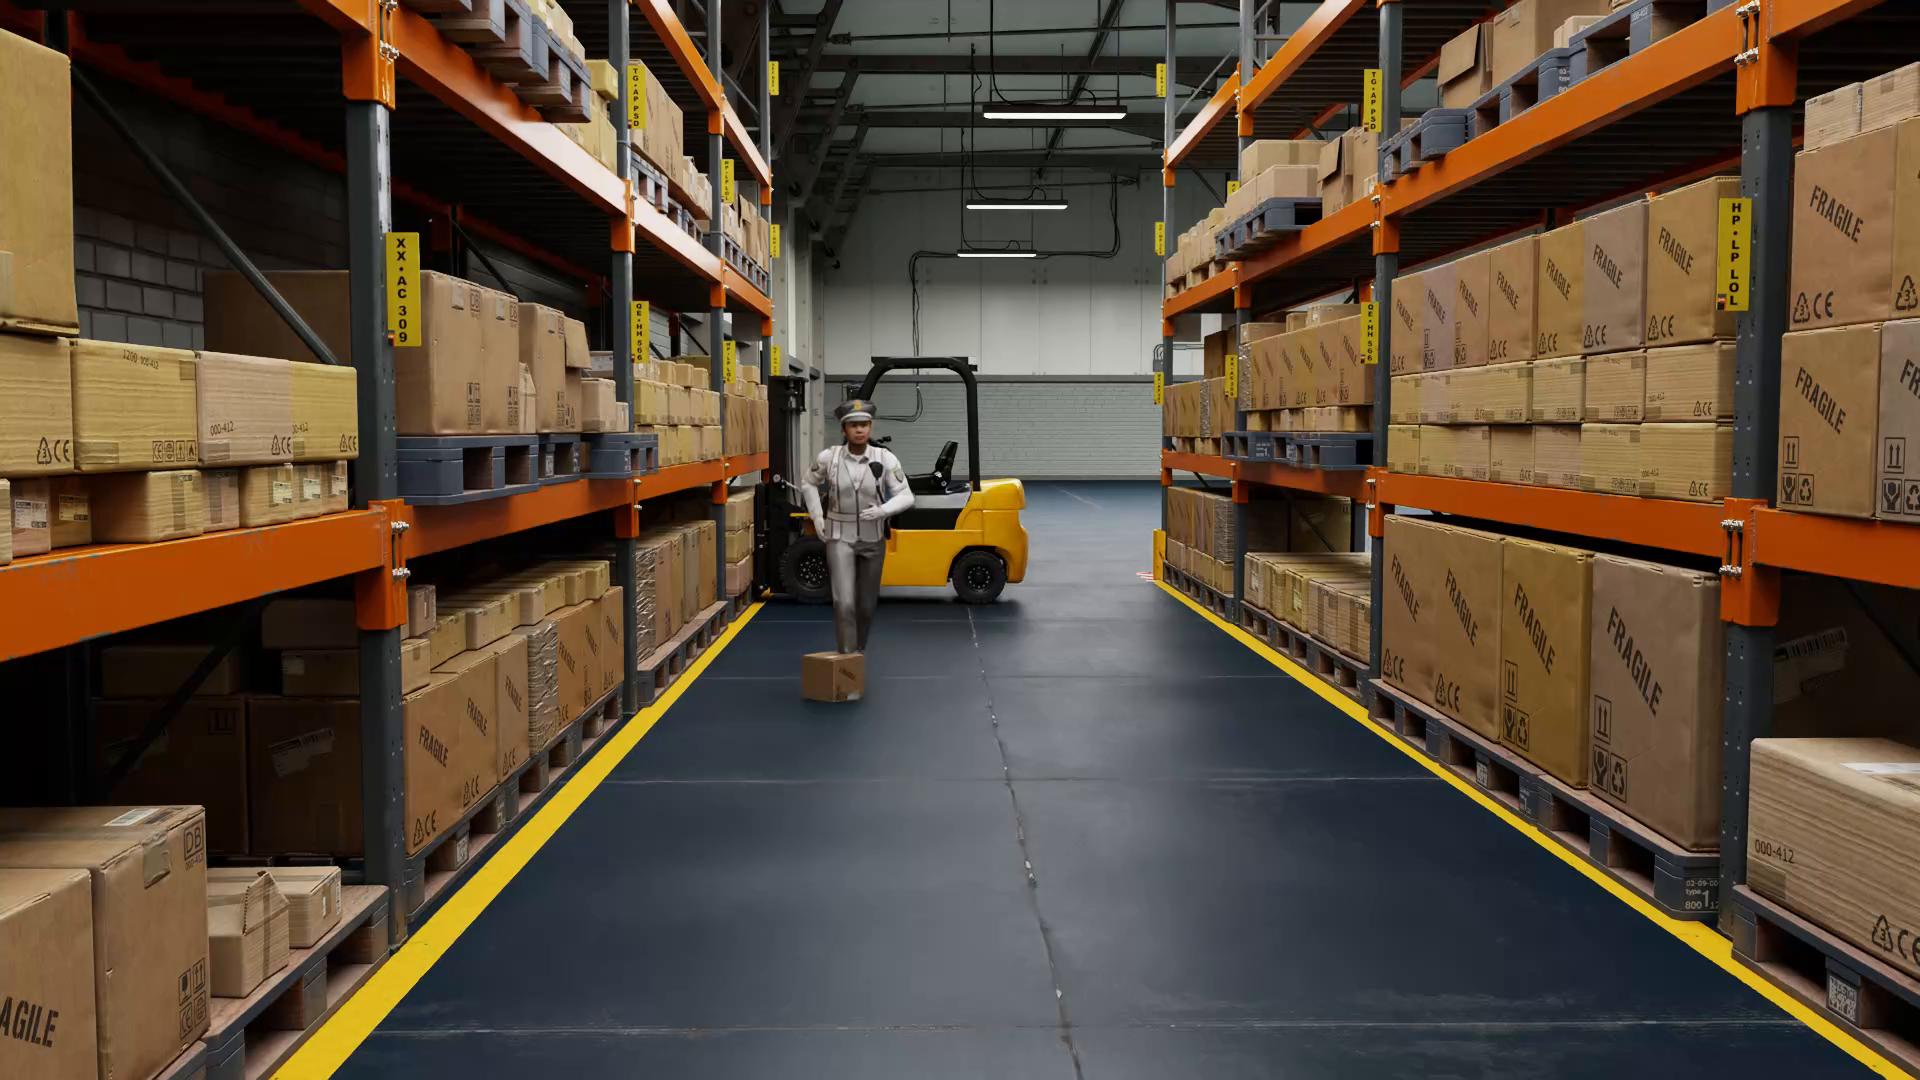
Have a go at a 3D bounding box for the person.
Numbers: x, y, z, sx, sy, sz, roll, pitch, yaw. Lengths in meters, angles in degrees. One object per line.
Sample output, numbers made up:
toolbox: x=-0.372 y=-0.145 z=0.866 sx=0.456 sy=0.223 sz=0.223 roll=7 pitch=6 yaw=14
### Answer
person: x=-0.603 y=0.048 z=9.699 sx=0.626 sy=1.727 sz=0.814 roll=-1 pitch=4 yaw=-11
